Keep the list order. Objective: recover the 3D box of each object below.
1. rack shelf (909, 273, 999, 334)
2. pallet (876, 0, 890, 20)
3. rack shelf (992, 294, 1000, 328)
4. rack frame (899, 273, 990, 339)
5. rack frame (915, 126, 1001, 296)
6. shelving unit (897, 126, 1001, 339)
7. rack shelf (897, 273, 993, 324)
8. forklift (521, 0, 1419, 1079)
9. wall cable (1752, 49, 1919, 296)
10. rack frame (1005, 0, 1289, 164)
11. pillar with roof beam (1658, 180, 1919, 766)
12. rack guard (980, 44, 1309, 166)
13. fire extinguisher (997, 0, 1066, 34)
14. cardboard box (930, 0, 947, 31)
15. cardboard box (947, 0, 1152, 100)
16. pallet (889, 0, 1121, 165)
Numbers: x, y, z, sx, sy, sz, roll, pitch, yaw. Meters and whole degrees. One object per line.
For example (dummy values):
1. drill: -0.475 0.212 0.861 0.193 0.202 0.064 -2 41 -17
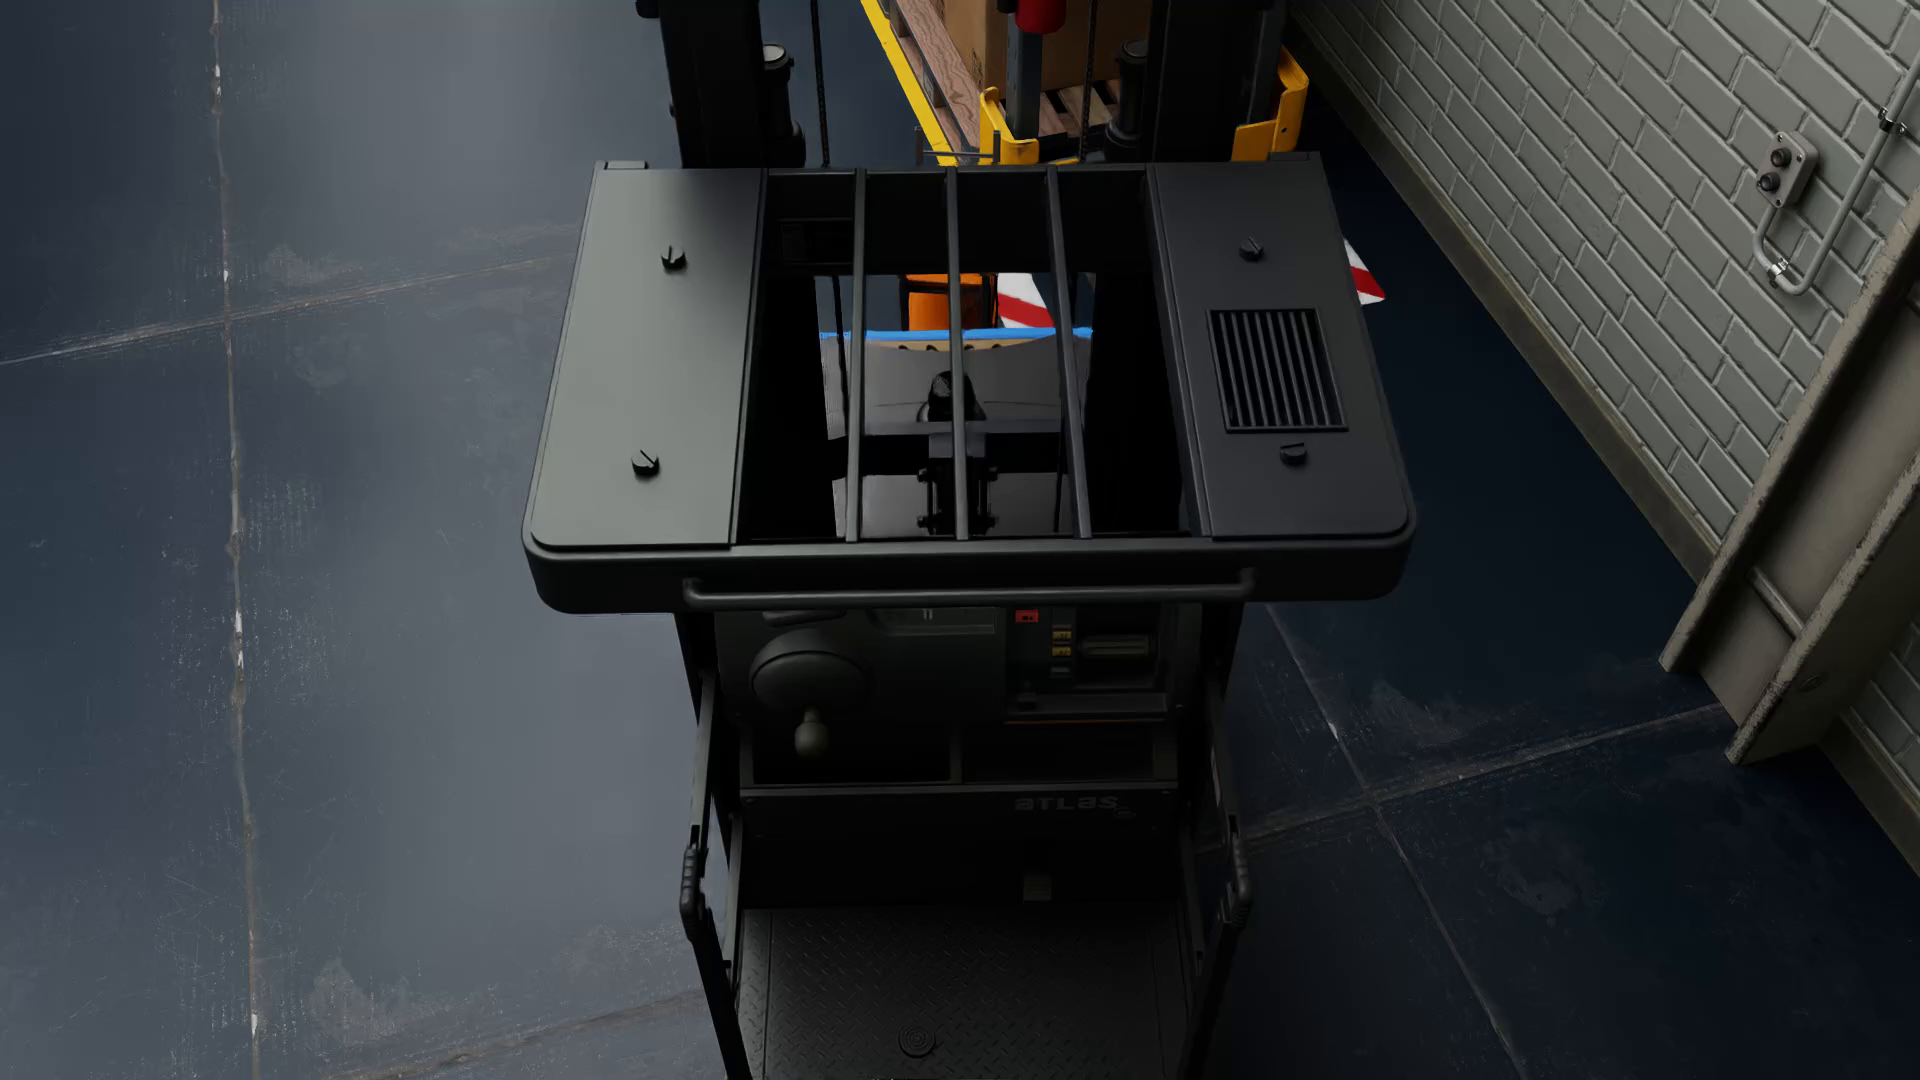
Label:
1. rack shelf: -0.024 -0.674 4.829 0.258 0.148 0.480 3 50 3
2. pallet: -0.011 -2.838 7.504 1.003 0.211 1.213 -13 51 -11
3. rack shelf: -0.024 -0.530 5.000 0.258 0.148 0.480 3 50 3
4. rack frame: -0.041 -0.387 4.792 0.240 1.200 0.015 3 50 3
5. rack frame: -0.006 -0.759 5.105 0.240 1.200 0.015 3 50 3
6. shelving unit: -0.024 -0.573 4.948 0.258 1.200 0.503 3 50 3
7. rack shelf: -0.024 -0.826 4.648 0.258 0.148 0.480 3 50 3
8. forklift: 0.005 0.324 3.060 1.130 2.935 3.031 -1 50 -1
9. wall cable: 1.940 -1.887 4.214 0.084 1.984 1.851 -13 51 -11
10. rack frame: 0.658 -2.281 5.211 1.000 3.000 0.127 -13 51 -11
11. pillar with roof beam: -1.830 -1.465 0.599 9.100 9.000 0.400 -13 51 -11
12. rack guard: 0.665 -1.457 6.152 1.175 0.500 0.348 -13 51 -11
13. fire extinguisher: 0.261 -1.921 5.202 0.296 0.674 0.183 -13 51 -11
14. cardboard box: 0.207 -2.464 6.726 0.700 0.500 0.500 -13 51 -11
15. cardboard box: 0.355 -2.099 6.418 0.700 0.500 0.500 -13 51 -11
16. pallet: 0.346 -1.948 6.754 1.003 0.211 1.213 -13 51 -11
